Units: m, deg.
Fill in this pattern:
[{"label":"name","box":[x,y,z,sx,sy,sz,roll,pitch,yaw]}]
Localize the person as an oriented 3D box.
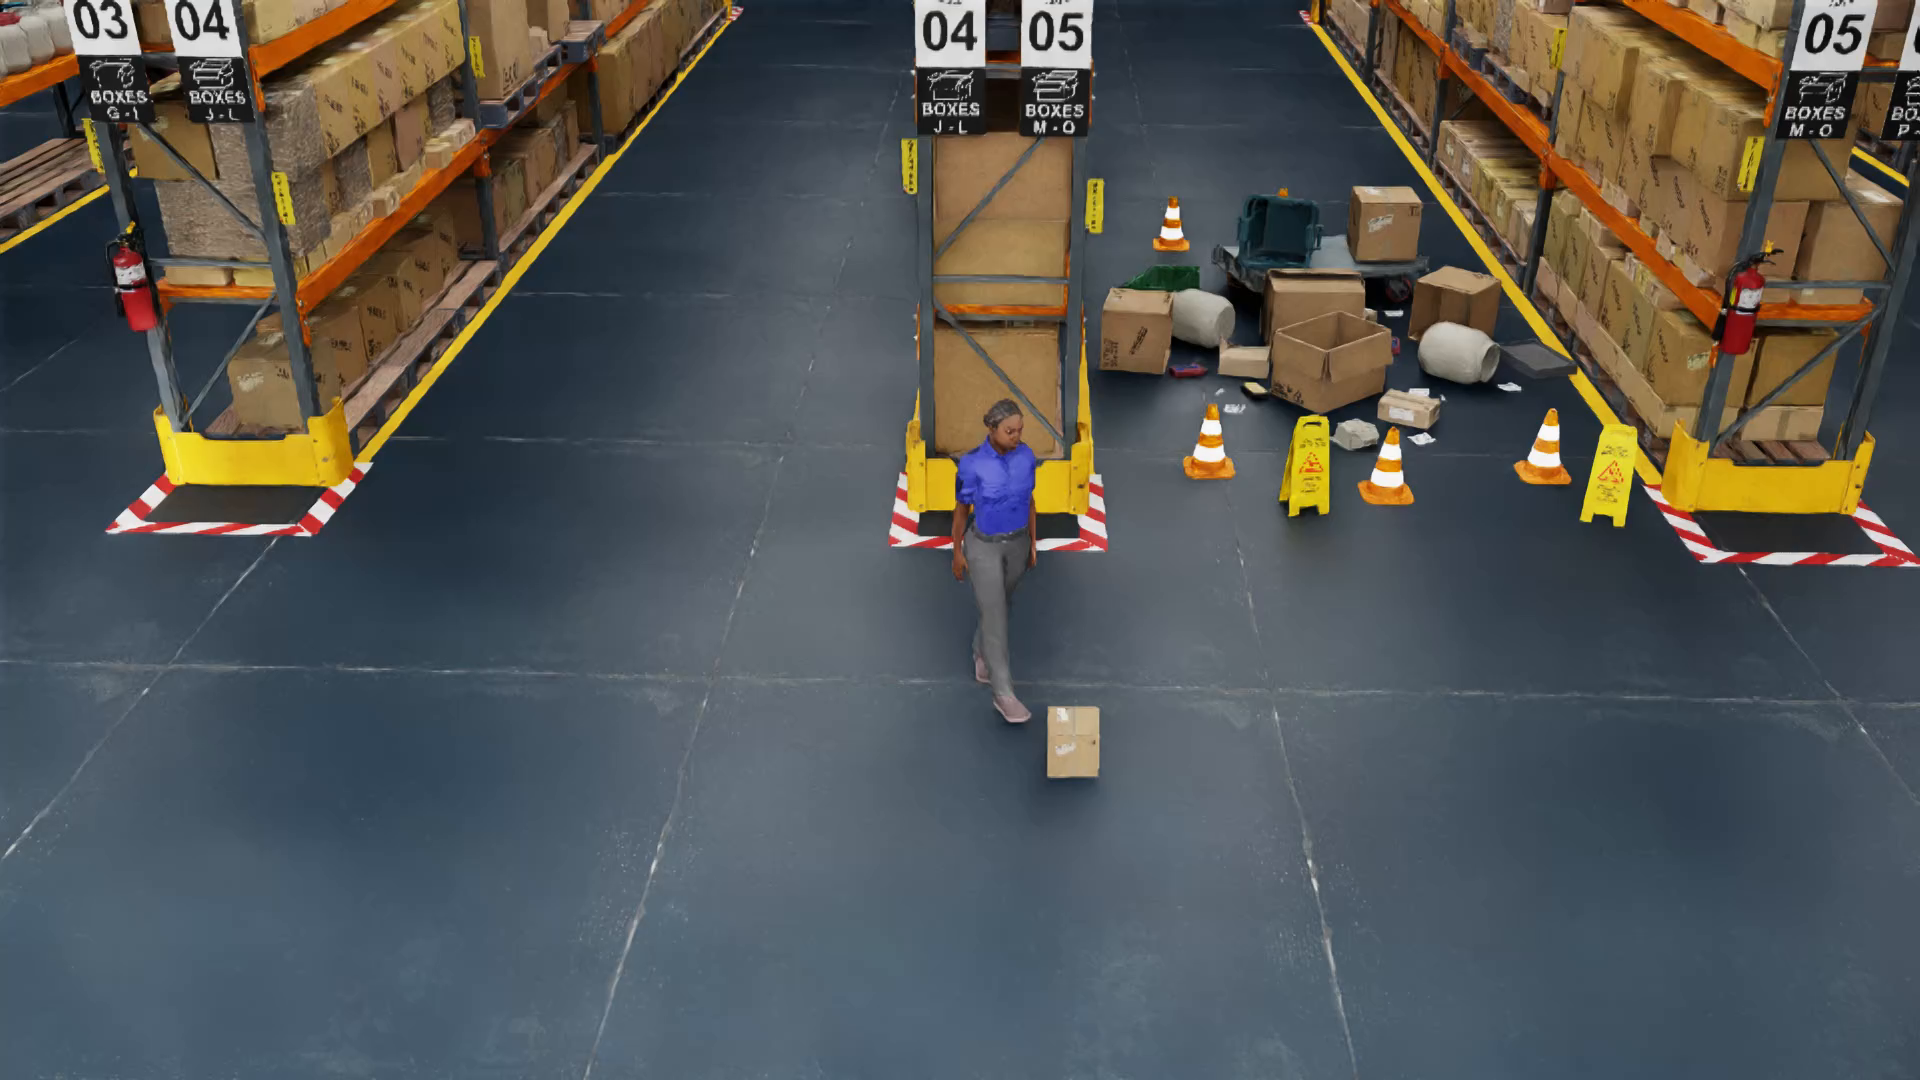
[{"label":"person","box":[0.245,0.081,8.472,0.465,1.643,0.744,-15,32,-26]}]
